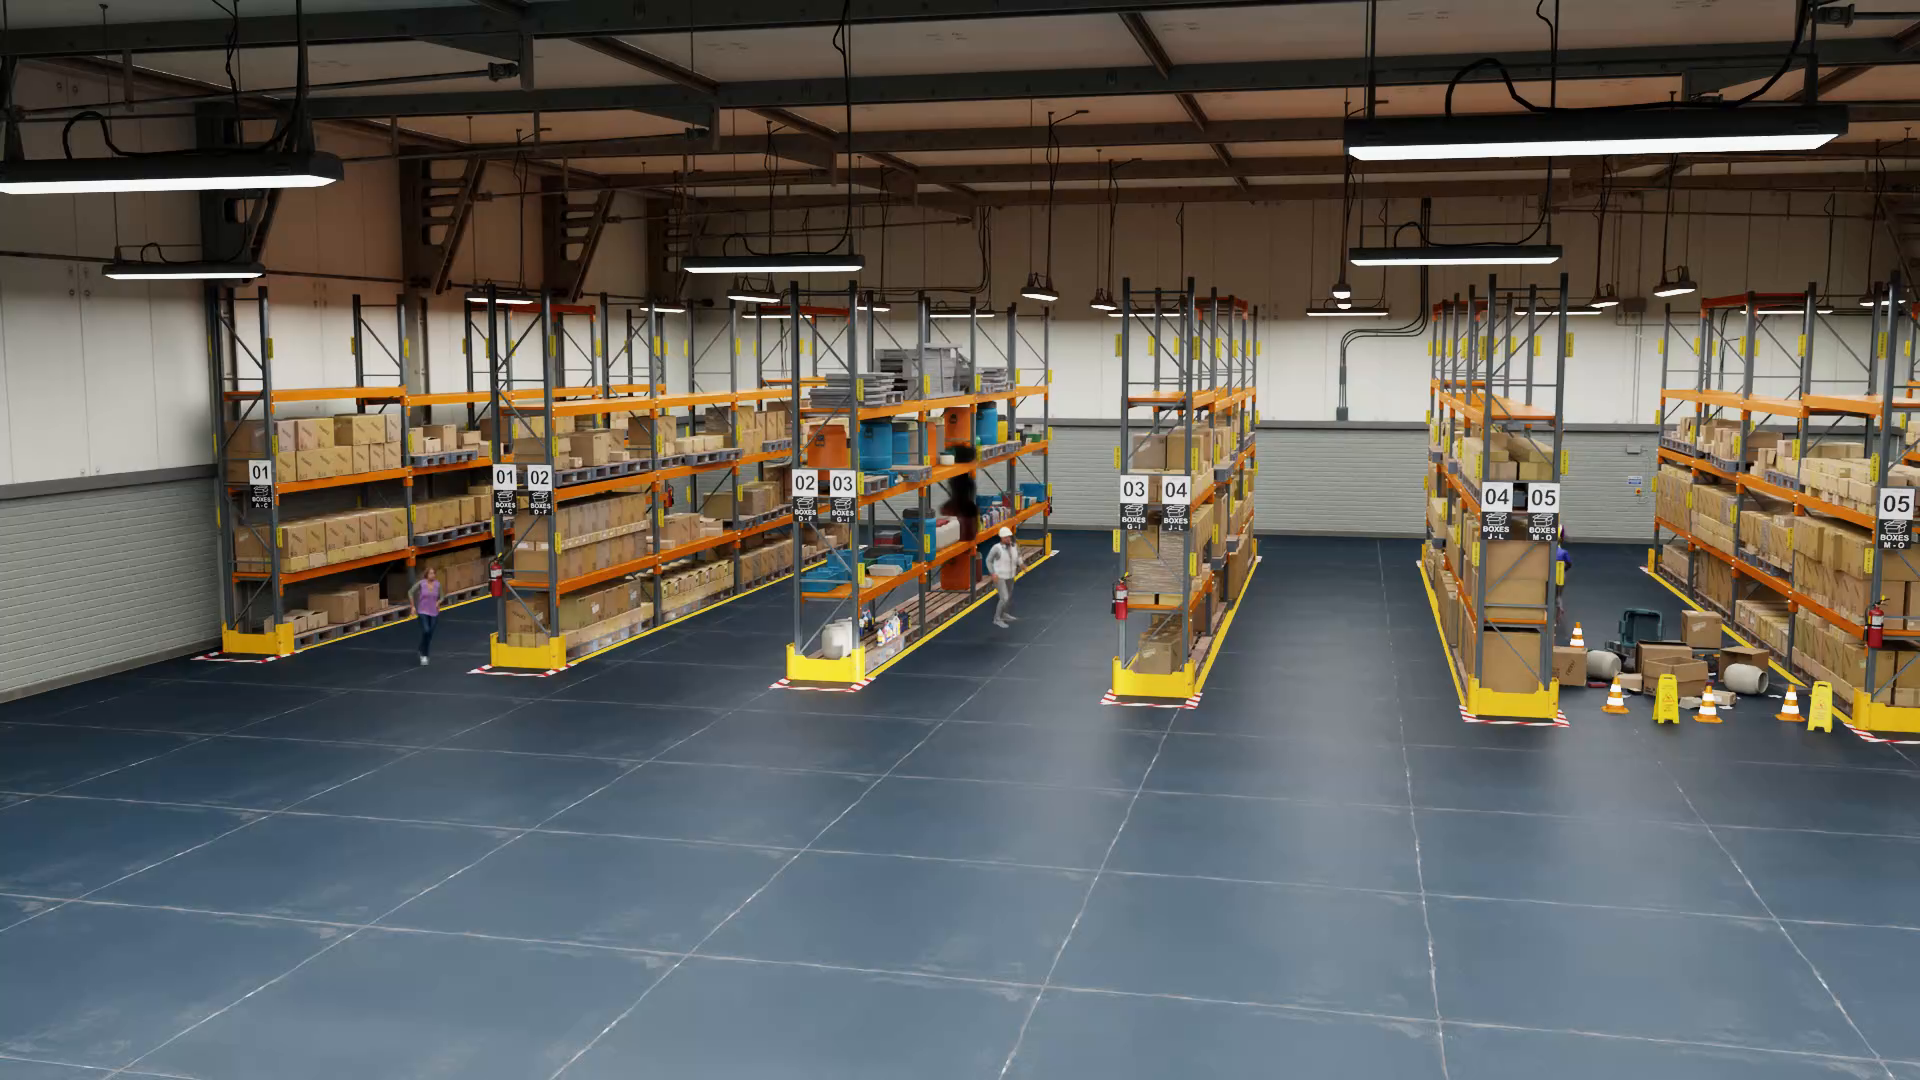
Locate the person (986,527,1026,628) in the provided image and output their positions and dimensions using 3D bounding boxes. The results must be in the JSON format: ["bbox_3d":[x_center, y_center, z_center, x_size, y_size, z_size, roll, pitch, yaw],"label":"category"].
[{"bbox_3d":[0.794,0.624,28.433,0.702,1.732,0.800,-6,9,-40],"label":"person"}]

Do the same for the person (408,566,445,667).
[{"bbox_3d":[-8.490,1.200,26.444,0.486,1.594,0.769,-4,8,-34],"label":"person"}]

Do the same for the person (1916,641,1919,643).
[{"bbox_3d":[15.747,1.156,27.193,0.647,1.487,0.751,0,7,2],"label":"person"}]

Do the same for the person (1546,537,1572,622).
[{"bbox_3d":[10.904,0.730,30.443,0.572,1.600,0.644,1,7,8],"label":"person"}]

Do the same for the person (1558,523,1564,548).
[{"bbox_3d":[12.077,0.230,34.086,0.642,1.708,0.969,1,7,7],"label":"person"}]
